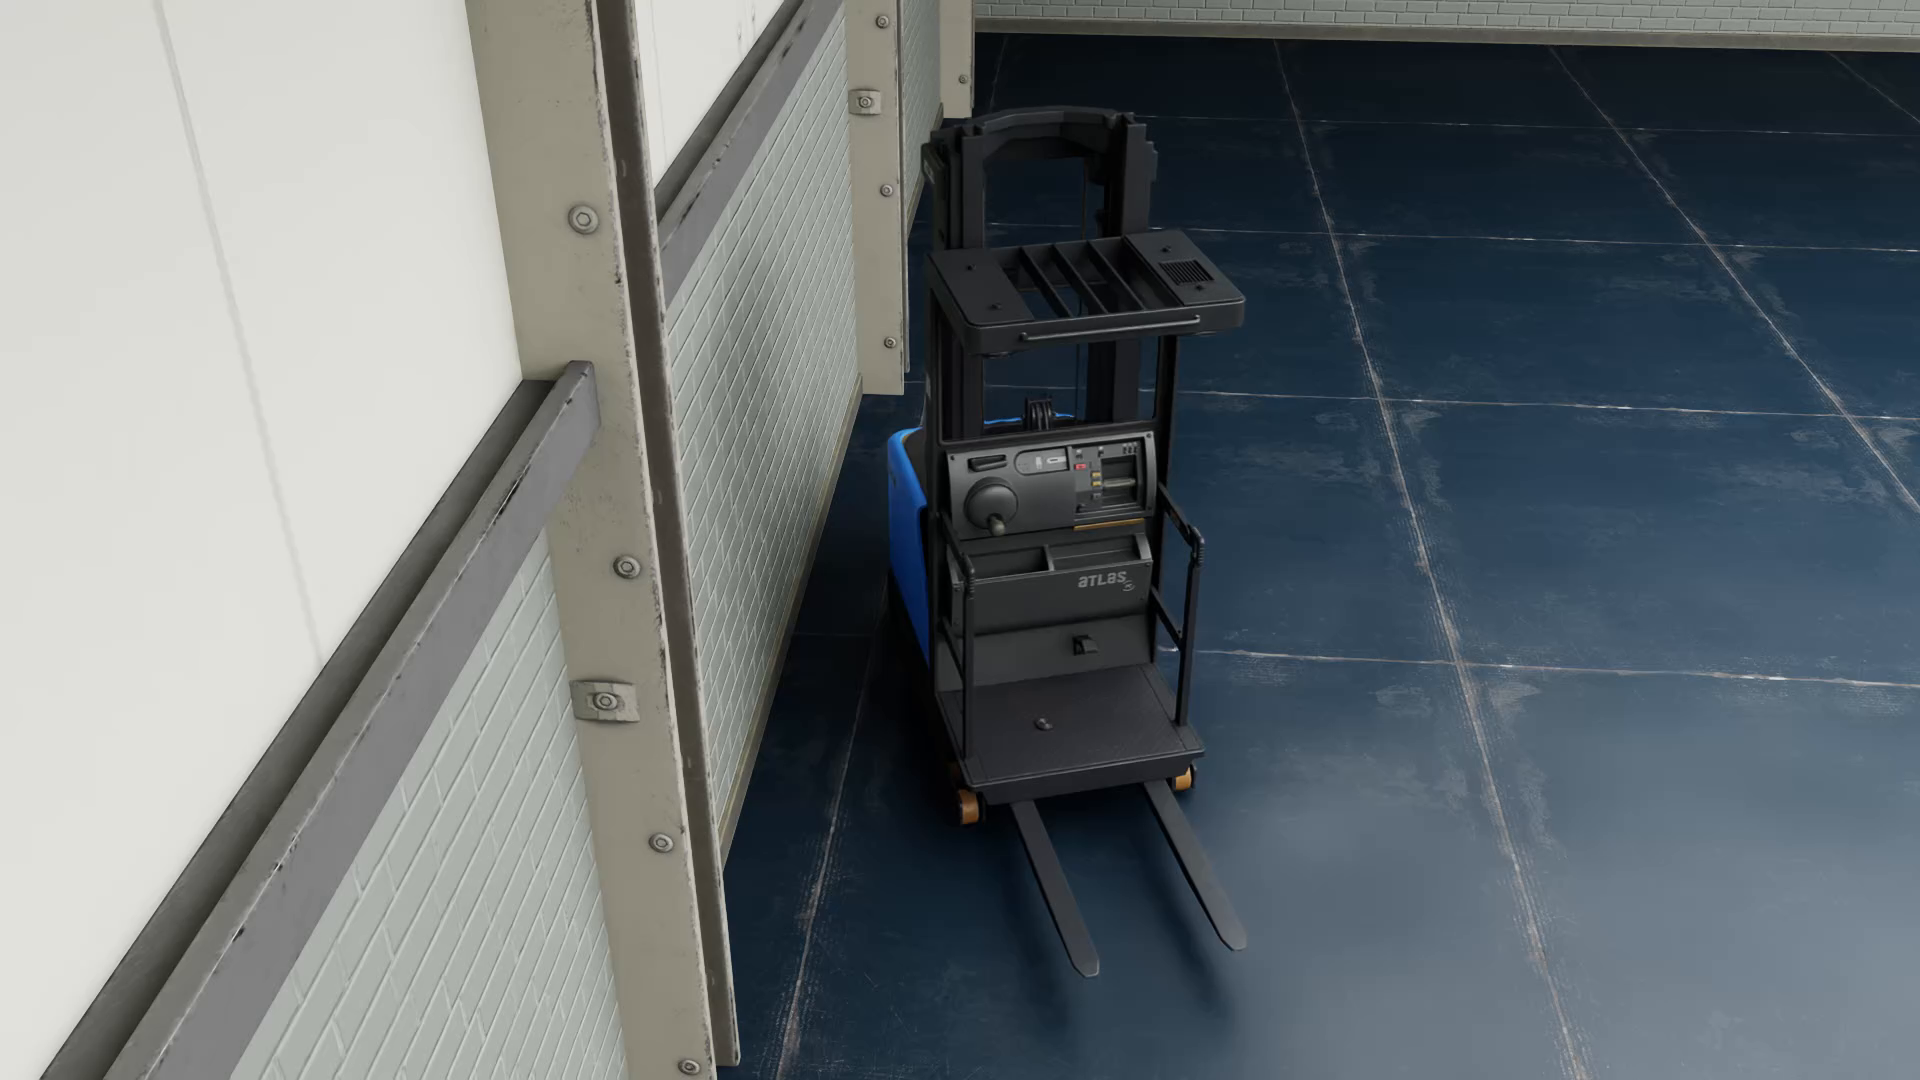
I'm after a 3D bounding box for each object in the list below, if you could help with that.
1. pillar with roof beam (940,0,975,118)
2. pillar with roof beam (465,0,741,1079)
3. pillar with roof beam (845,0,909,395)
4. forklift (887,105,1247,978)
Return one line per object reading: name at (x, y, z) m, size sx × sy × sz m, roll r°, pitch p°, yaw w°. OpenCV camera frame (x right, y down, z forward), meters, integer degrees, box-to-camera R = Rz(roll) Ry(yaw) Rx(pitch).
pillar with roof beam at (4.262, -7.862, 13.711) m, size 9.100 × 9.000 × 0.400 m, roll 2°, pitch 32°, yaw 4°
pillar with roof beam at (3.285, -1.587, 3.529) m, size 9.100 × 9.000 × 0.400 m, roll 2°, pitch 32°, yaw 4°
pillar with roof beam at (3.773, -4.725, 8.620) m, size 9.100 × 9.000 × 0.400 m, roll 2°, pitch 32°, yaw 4°
forklift at (0.454, -0.193, 7.049) m, size 1.130 × 2.935 × 3.031 m, roll -7°, pitch 32°, yaw -11°
